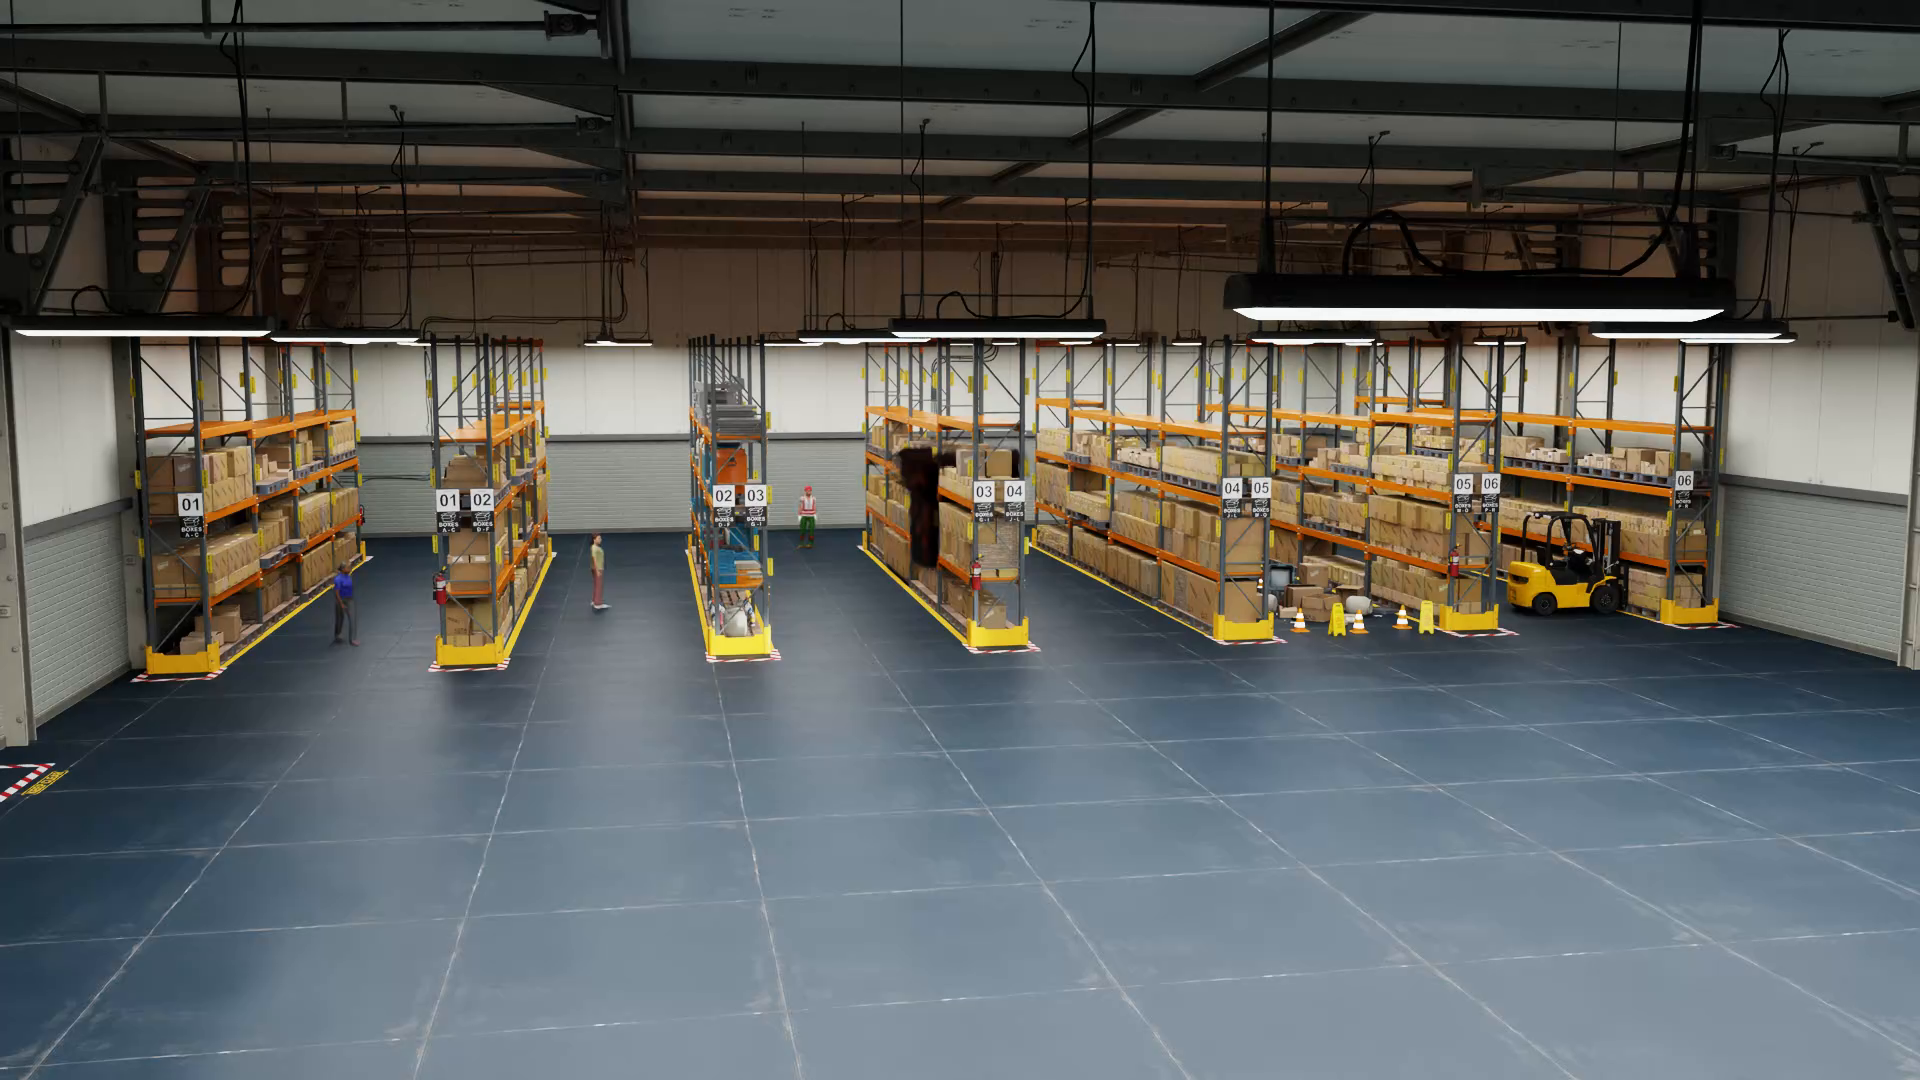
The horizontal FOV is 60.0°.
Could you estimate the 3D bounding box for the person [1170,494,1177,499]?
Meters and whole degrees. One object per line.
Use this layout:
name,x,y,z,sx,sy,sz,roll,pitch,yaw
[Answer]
person,6.072,-0.492,47.274,0.412,1.659,0.535,-2,7,-17

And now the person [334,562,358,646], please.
person,-11.957,1.231,32.300,0.401,1.611,0.850,-4,8,-32

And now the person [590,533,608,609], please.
person,-7.999,0.689,36.812,0.369,1.710,0.485,-2,7,-16

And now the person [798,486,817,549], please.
person,-4.423,-0.656,48.009,0.590,1.815,0.442,-1,7,-10
